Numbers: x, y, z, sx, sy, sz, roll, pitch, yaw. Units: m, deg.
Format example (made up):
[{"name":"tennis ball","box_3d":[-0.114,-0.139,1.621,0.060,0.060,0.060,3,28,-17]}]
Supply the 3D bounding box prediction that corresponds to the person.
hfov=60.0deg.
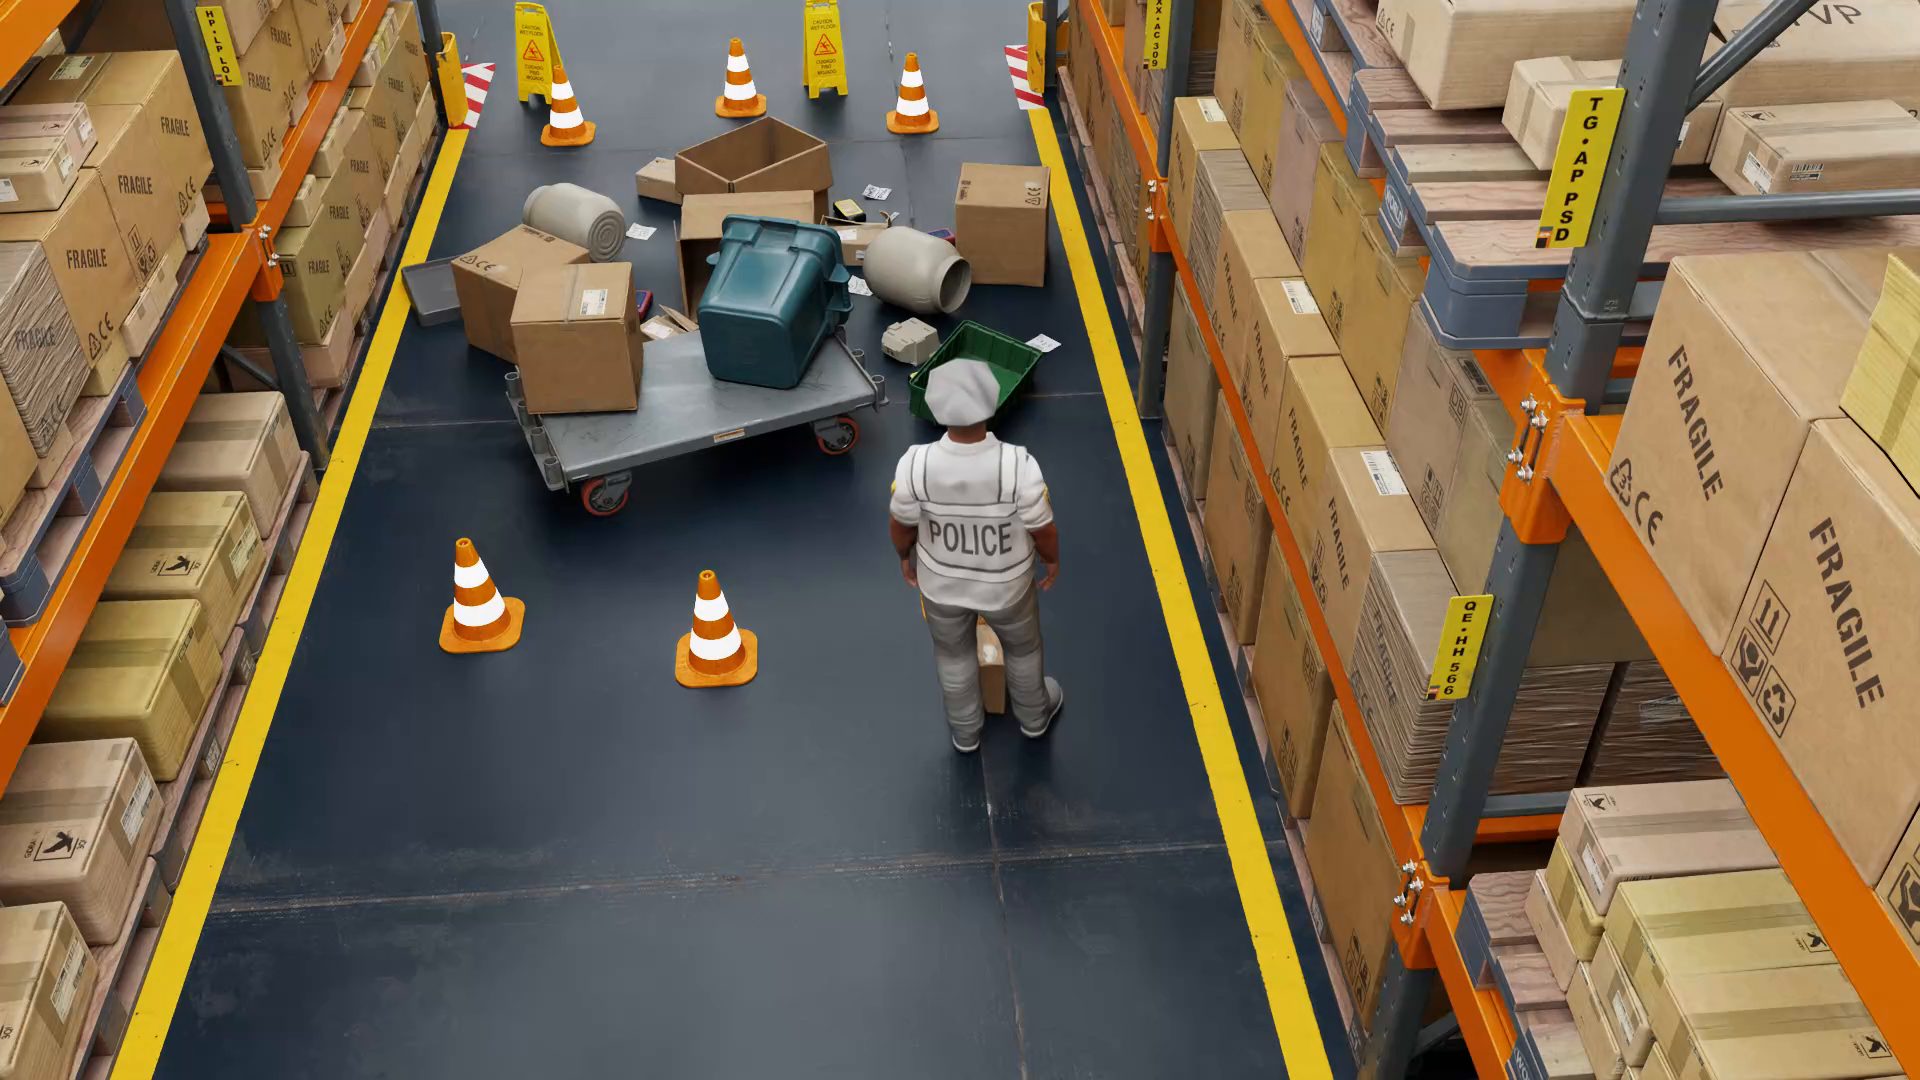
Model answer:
[{"name":"person","box_3d":[0.078,0.057,6.041,0.628,1.779,0.576,5,39,6]}]
